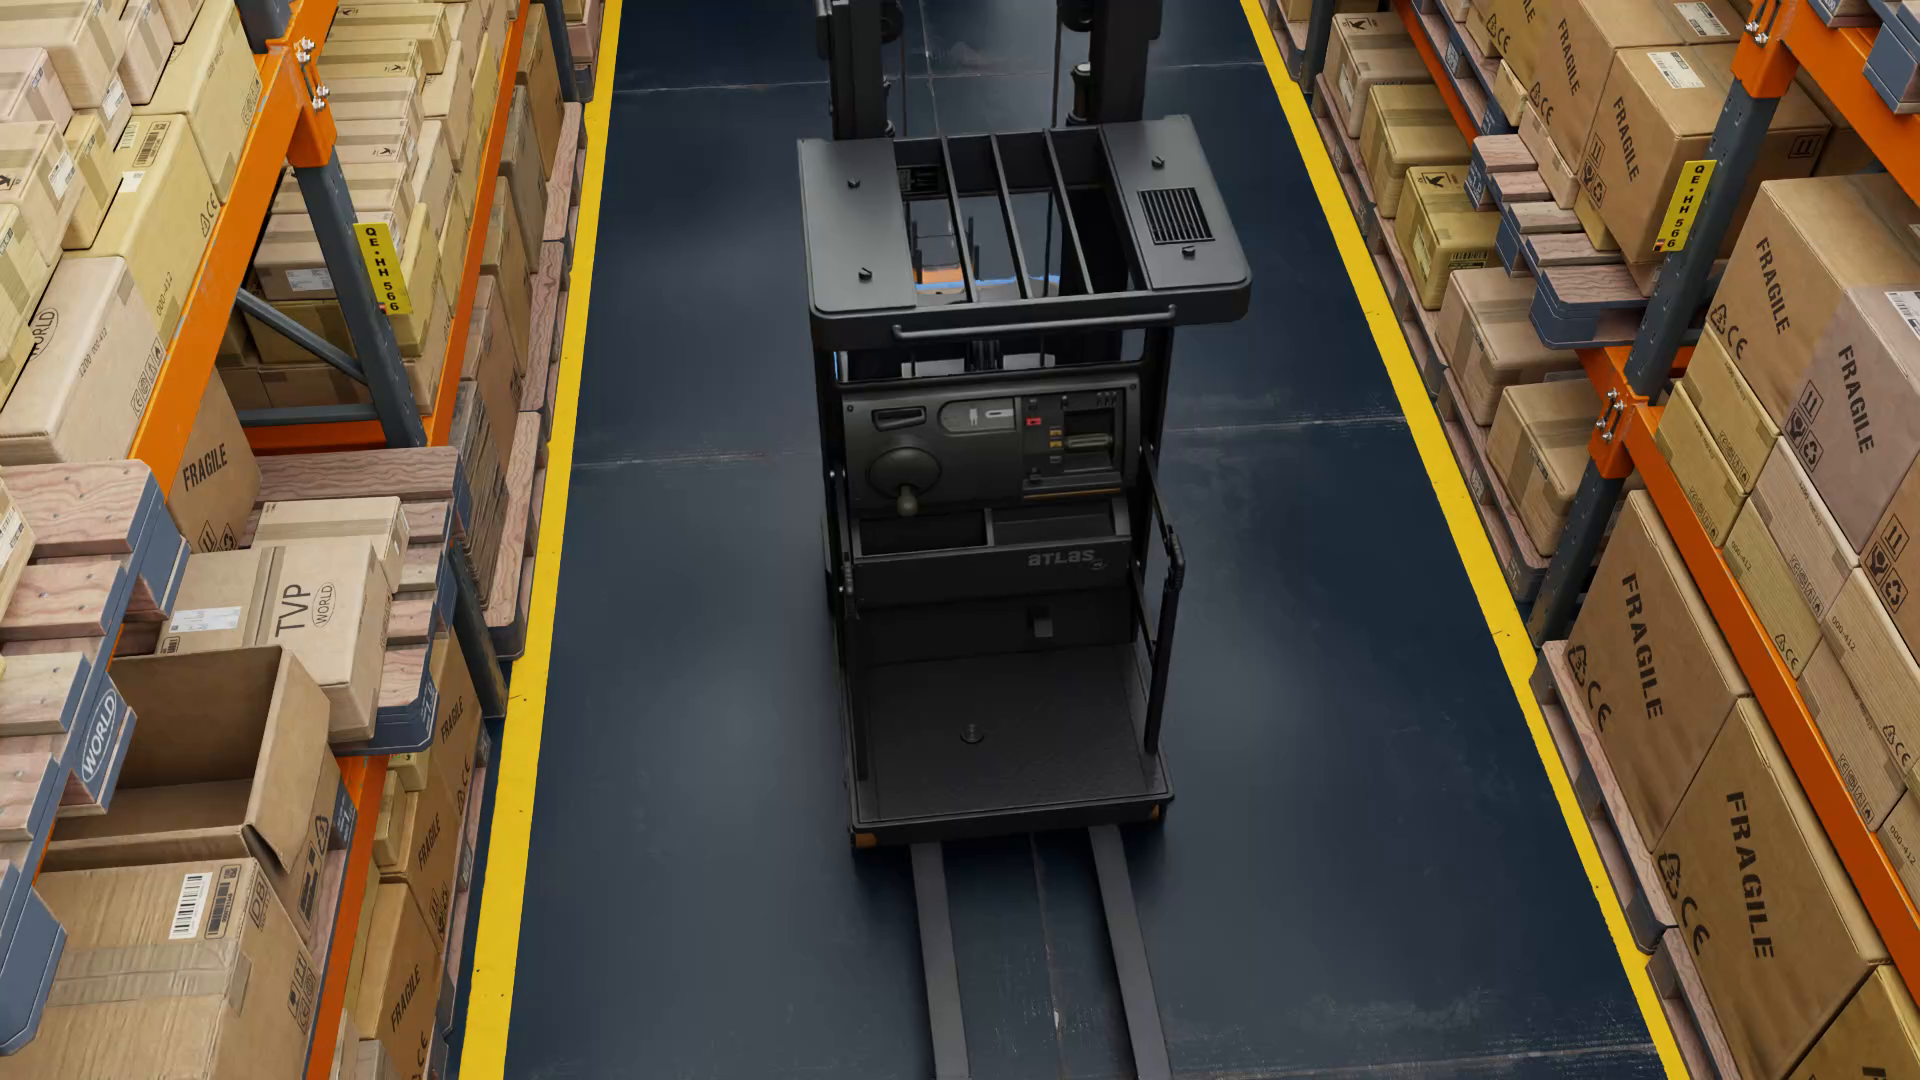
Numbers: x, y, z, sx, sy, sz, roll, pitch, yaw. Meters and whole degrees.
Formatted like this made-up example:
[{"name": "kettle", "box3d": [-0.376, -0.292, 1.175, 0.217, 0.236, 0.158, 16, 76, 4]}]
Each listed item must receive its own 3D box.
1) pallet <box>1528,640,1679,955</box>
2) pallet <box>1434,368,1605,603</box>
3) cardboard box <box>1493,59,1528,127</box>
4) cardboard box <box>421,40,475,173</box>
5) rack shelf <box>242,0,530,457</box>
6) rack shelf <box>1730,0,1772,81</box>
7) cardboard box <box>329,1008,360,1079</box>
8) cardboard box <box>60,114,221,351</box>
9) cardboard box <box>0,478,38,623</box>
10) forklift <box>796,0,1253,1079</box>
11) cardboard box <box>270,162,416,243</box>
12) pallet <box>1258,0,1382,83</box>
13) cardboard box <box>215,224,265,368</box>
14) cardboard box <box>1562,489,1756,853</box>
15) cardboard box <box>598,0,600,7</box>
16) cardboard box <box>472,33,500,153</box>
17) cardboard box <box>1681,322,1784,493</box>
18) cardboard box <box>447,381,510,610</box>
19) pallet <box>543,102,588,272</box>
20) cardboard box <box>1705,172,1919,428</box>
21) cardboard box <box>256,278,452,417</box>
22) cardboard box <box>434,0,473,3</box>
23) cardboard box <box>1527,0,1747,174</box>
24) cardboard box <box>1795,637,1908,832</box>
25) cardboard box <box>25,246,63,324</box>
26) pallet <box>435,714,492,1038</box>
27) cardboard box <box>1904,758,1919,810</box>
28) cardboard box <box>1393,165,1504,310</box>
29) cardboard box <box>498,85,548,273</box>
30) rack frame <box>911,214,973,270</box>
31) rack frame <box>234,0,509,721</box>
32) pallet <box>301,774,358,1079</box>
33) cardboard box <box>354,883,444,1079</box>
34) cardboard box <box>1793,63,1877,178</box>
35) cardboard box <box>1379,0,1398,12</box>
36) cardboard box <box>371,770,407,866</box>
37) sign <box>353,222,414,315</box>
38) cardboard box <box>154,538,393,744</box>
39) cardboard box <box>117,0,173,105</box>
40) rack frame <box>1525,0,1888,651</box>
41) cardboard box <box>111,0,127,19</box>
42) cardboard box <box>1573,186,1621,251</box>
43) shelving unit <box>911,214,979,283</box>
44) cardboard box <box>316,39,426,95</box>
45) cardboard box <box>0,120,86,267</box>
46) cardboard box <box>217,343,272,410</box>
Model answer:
[{"name": "pallet", "box3d": [2.725, 0.857, 5.929, 1.003, 0.211, 1.213, -3, 47, -3]}, {"name": "pallet", "box3d": [2.670, -0.283, 7.010, 1.003, 0.211, 1.213, -3, 47, -3]}, {"name": "cardboard box", "box3d": [2.262, -1.708, 6.322, 0.380, 0.149, 0.250, -3, 47, -3]}, {"name": "cardboard box", "box3d": [-2.072, -1.571, 6.067, 0.500, 0.250, 0.500, -5, 47, -4]}, {"name": "rack shelf", "box3d": [-2.379, -1.572, 6.805, 1.077, 0.370, 4.000, -3, 47, -3]}, {"name": "rack shelf", "box3d": [2.567, -2.908, 6.004, 1.077, 0.370, 4.000, -3, 47, -3]}, {"name": "cardboard box", "box3d": [-1.835, 1.423, 4.459, 0.380, 0.149, 0.250, -6, 47, -5]}, {"name": "cardboard box", "box3d": [-1.884, -0.632, 3.457, 0.500, 0.250, 0.500, -3, 47, -3]}, {"name": "cardboard box", "box3d": [-1.660, 0.047, 2.525, 0.380, 0.149, 0.250, -3, 47, -2]}, {"name": "forklift", "box3d": [0.130, -0.198, 5.055, 1.130, 2.935, 3.031, -5, 47, -5]}, {"name": "cardboard box", "box3d": [-1.969, -1.071, 5.320, 0.380, 0.149, 0.250, -3, 47, -2]}, {"name": "pallet", "box3d": [2.308, -3.096, 9.673, 1.003, 0.211, 1.213, -3, 47, -3]}, {"name": "cardboard box", "box3d": [-2.526, -0.801, 5.338, 0.500, 0.250, 0.500, -3, 47, -2]}, {"name": "cardboard box", "box3d": [2.709, 0.414, 5.602, 0.875, 0.875, 0.875, -4, 47, -4]}, {"name": "cardboard box", "box3d": [-2.315, -3.202, 9.458, 0.500, 0.250, 0.500, -4, 47, -4]}, {"name": "cardboard box", "box3d": [-2.134, -1.769, 6.599, 0.500, 0.250, 0.500, -2, 47, -2]}, {"name": "cardboard box", "box3d": [2.530, -0.416, 4.973, 0.500, 0.250, 0.500, -4, 47, -4]}, {"name": "cardboard box", "box3d": [-2.250, -0.152, 6.311, 0.875, 0.625, 0.625, -2, 47, -2]}, {"name": "pallet", "box3d": [-2.446, -1.777, 8.424, 1.003, 0.211, 1.213, -3, 47, -3]}, {"name": "cardboard box", "box3d": [2.532, -0.683, 4.710, 0.500, 0.500, 0.500, -5, 47, -5]}, {"name": "cardboard box", "box3d": [-2.005, -0.657, 5.546, 0.500, 0.250, 0.500, -3, 47, -3]}, {"name": "cardboard box", "box3d": [-2.061, -2.180, 6.370, 0.380, 0.149, 0.250, -5, 47, -4]}, {"name": "cardboard box", "box3d": [2.365, -1.643, 5.814, 0.500, 0.500, 0.500, -4, 47, -4]}, {"name": "cardboard box", "box3d": [2.623, 0.494, 4.456, 0.500, 0.250, 0.500, -2, 47, -2]}, {"name": "cardboard box", "box3d": [-1.908, -0.507, 3.063, 0.380, 0.149, 0.250, -3, 47, -3]}, {"name": "pallet", "box3d": [-2.187, 1.129, 5.672, 1.003, 0.211, 1.213, -3, 47, -3]}, {"name": "cardboard box", "box3d": [2.631, 0.688, 3.928, 0.500, 0.250, 0.500, -3, 47, -3]}, {"name": "cardboard box", "box3d": [2.569, -1.409, 7.676, 0.950, 0.372, 0.625, -2, 47, -2]}, {"name": "cardboard box", "box3d": [-2.434, -1.656, 7.735, 0.875, 0.625, 0.625, -4, 47, -4]}, {"name": "rack frame", "box3d": [-0.068, -0.833, 6.849, 0.240, 1.200, 0.006, -5, 47, -5]}, {"name": "rack frame", "box3d": [-2.212, -0.372, 5.173, 1.000, 3.000, 0.127, -3, 47, -3]}, {"name": "pallet", "box3d": [-2.044, 1.100, 3.911, 1.003, 0.211, 1.213, -3, 47, -3]}, {"name": "cardboard box", "box3d": [-1.884, 1.377, 4.949, 0.500, 0.500, 0.500, -2, 47, -2]}, {"name": "cardboard box", "box3d": [2.927, -1.298, 5.486, 0.500, 0.500, 0.500, -5, 47, -4]}, {"name": "cardboard box", "box3d": [2.619, -3.213, 9.468, 0.500, 0.250, 0.500, -5, 47, -5]}, {"name": "cardboard box", "box3d": [-1.886, 0.850, 5.001, 0.380, 0.149, 0.250, -5, 47, -5]}, {"name": "sign", "box3d": [-1.672, -0.783, 4.819, 0.100, 0.325, 0.005, -3, 47, -3]}, {"name": "cardboard box", "box3d": [-1.801, 0.278, 4.371, 0.500, 0.250, 0.500, -5, 47, -5]}, {"name": "cardboard box", "box3d": [-1.940, -1.059, 3.586, 0.380, 0.149, 0.250, -4, 47, -4]}, {"name": "rack frame", "box3d": [2.734, -0.677, 5.462, 1.000, 3.000, 0.127, -3, 47, -3]}, {"name": "cardboard box", "box3d": [-1.972, -1.164, 3.481, 0.380, 0.149, 0.250, -5, 47, -5]}, {"name": "cardboard box", "box3d": [2.378, -1.147, 5.791, 0.380, 0.149, 0.250, -3, 47, -3]}, {"name": "shelving unit", "box3d": [-0.058, -0.767, 6.787, 0.258, 1.200, 0.189, -5, 47, -5]}, {"name": "cardboard box", "box3d": [-2.101, -1.624, 5.843, 0.380, 0.149, 0.250, -3, 47, -3]}, {"name": "cardboard box", "box3d": [-1.803, -0.605, 2.951, 0.380, 0.149, 0.250, -4, 47, -4]}, {"name": "cardboard box", "box3d": [-2.504, -0.631, 5.521, 0.500, 0.250, 0.500, -4, 47, -4]}]
